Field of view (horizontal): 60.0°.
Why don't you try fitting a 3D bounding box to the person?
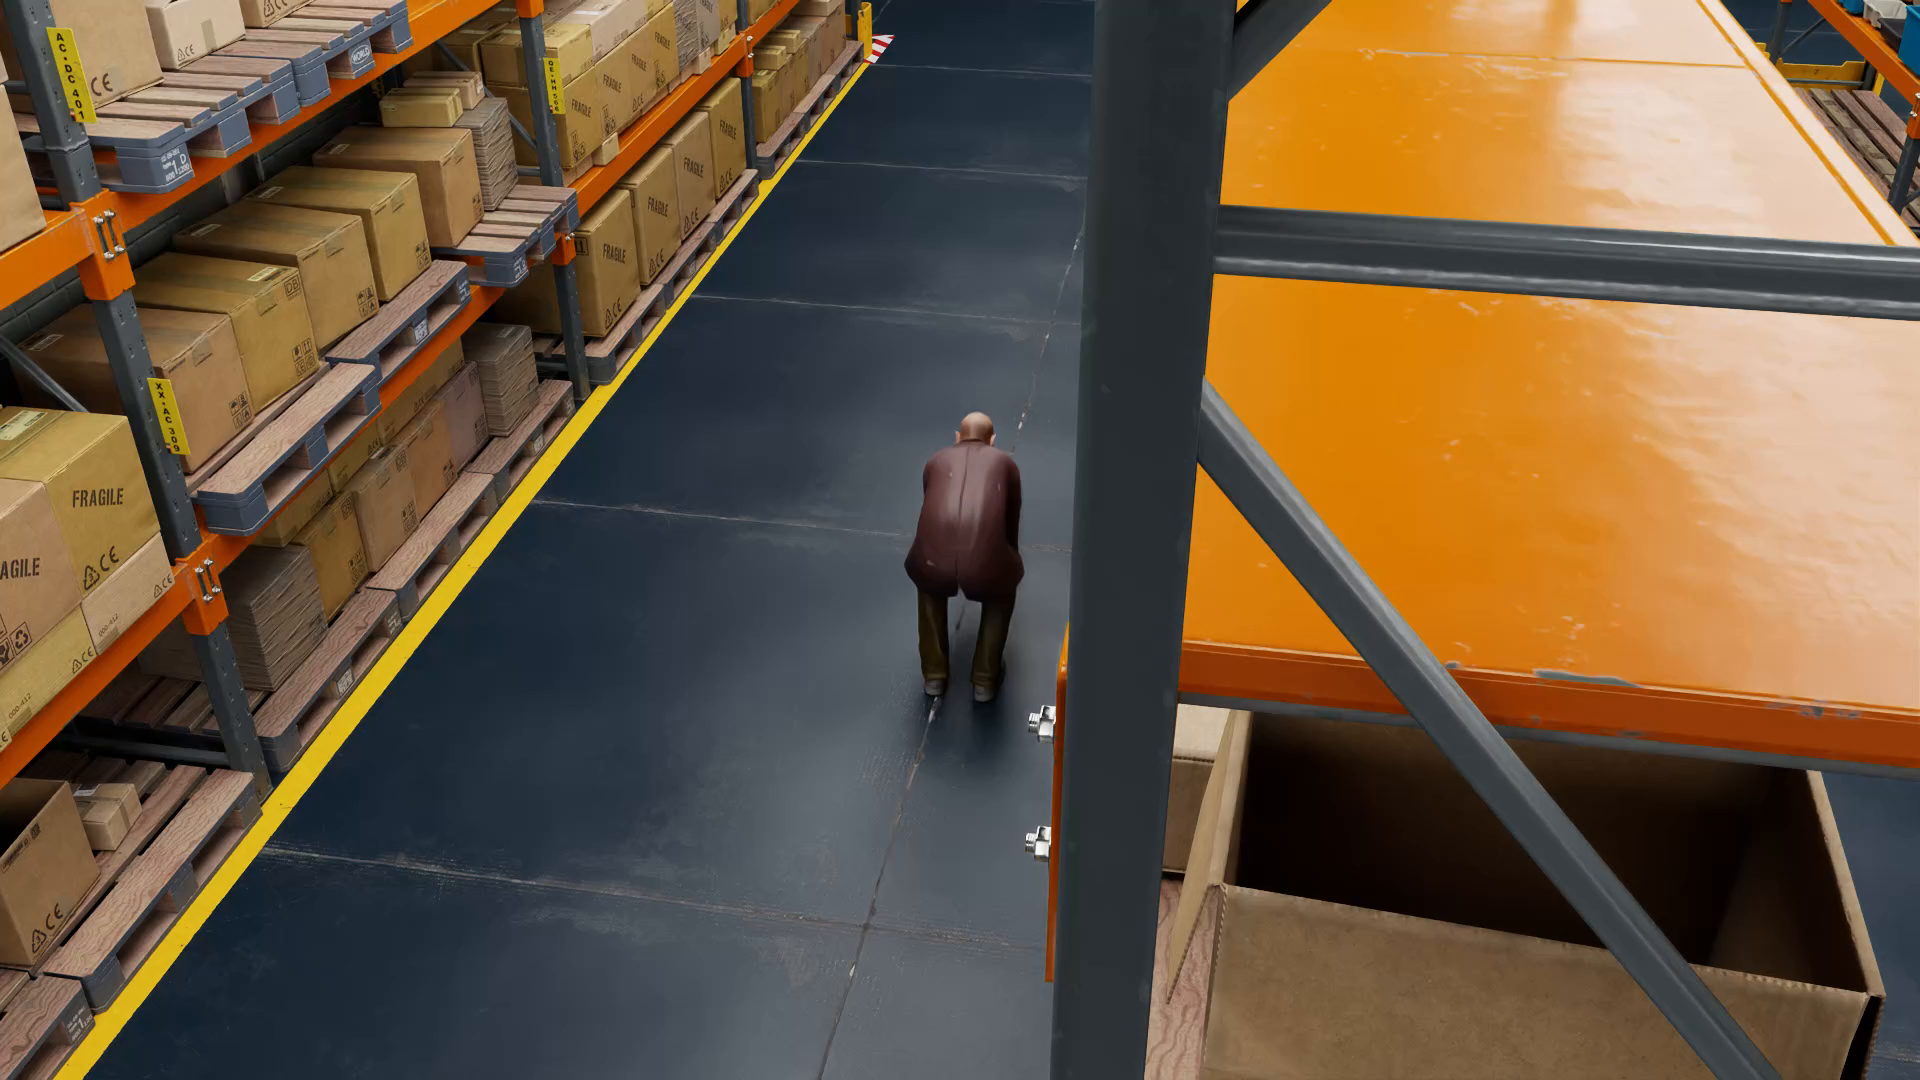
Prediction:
[{"bbox_3d":[0.061,0.081,8.079,0.546,1.187,0.937,4,32,6],"label":"person"}]
